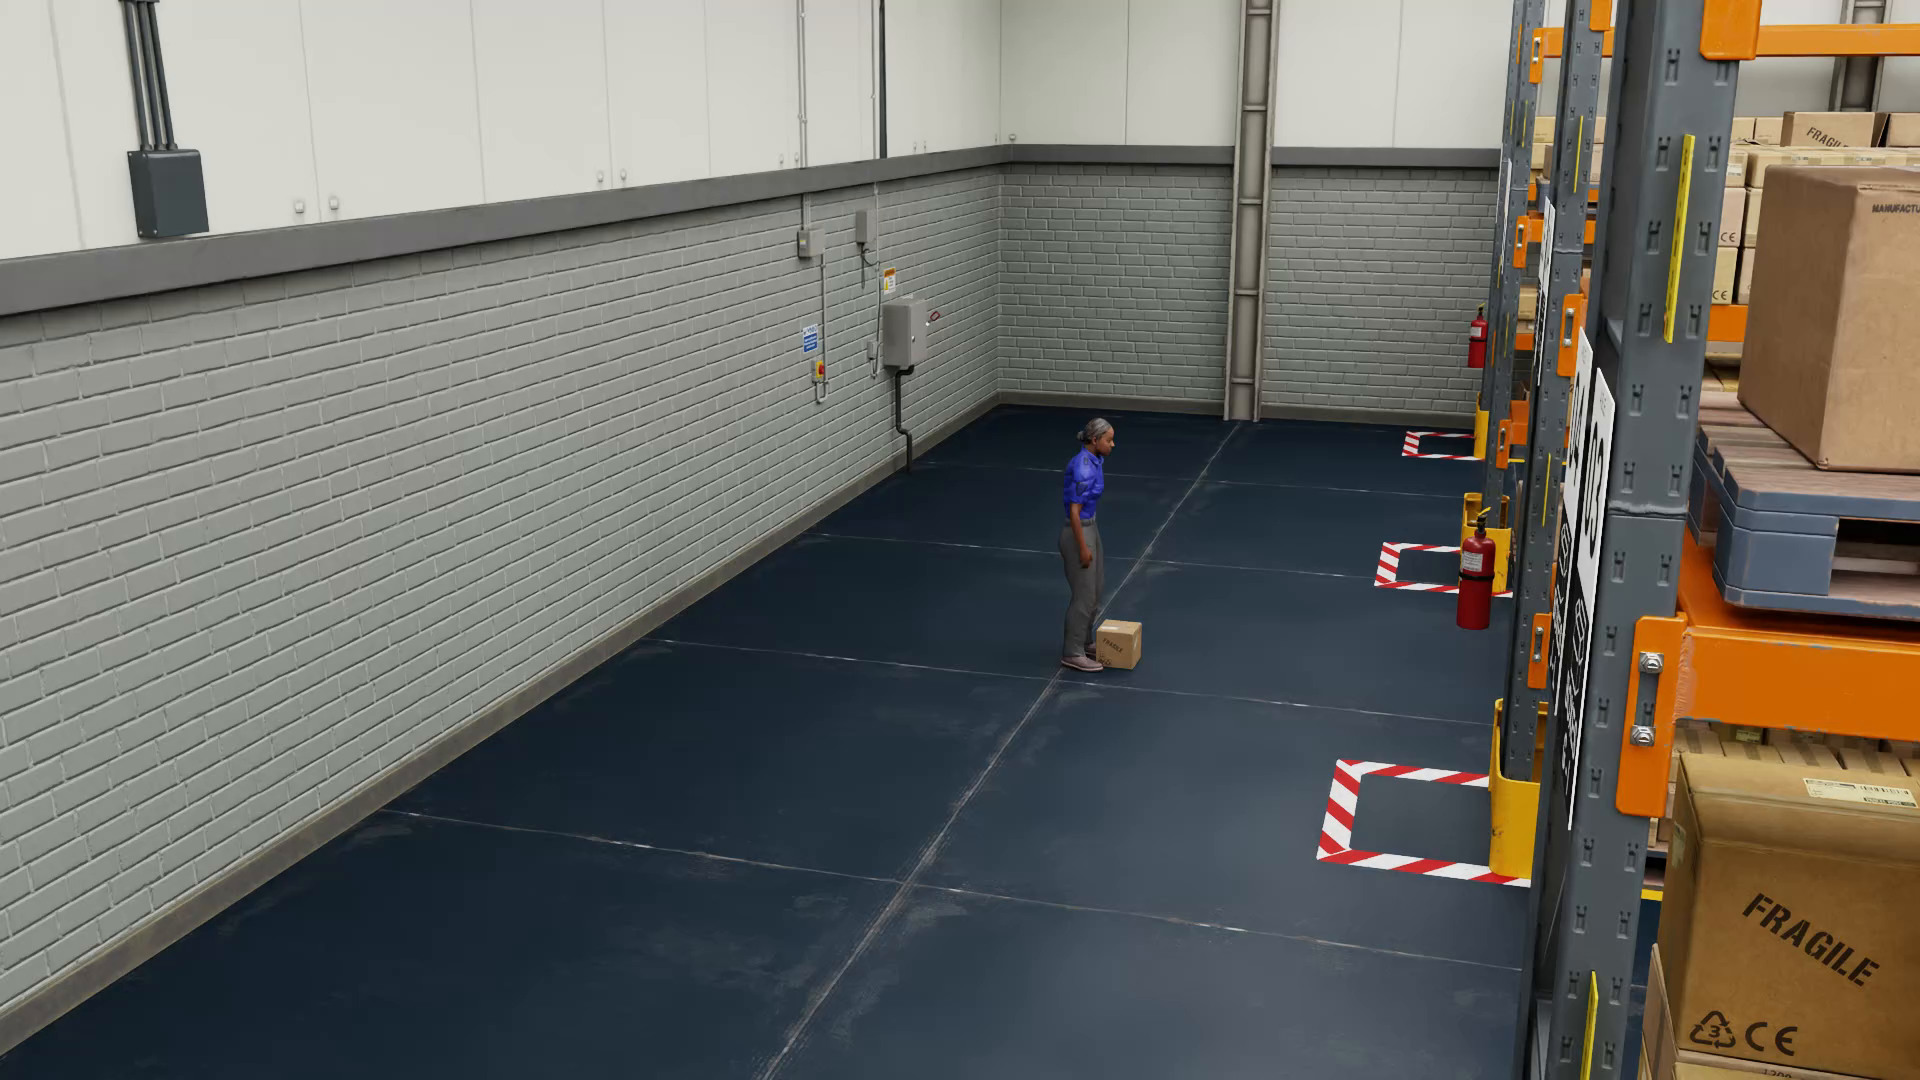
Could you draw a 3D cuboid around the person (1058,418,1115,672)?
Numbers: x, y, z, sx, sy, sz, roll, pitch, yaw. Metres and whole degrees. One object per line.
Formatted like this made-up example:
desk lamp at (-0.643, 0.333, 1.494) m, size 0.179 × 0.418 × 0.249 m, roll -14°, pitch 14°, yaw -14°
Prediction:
person at (0.833, 0.008, 10.999) m, size 0.348 × 1.654 × 0.509 m, roll 4°, pitch 16°, yaw 14°
